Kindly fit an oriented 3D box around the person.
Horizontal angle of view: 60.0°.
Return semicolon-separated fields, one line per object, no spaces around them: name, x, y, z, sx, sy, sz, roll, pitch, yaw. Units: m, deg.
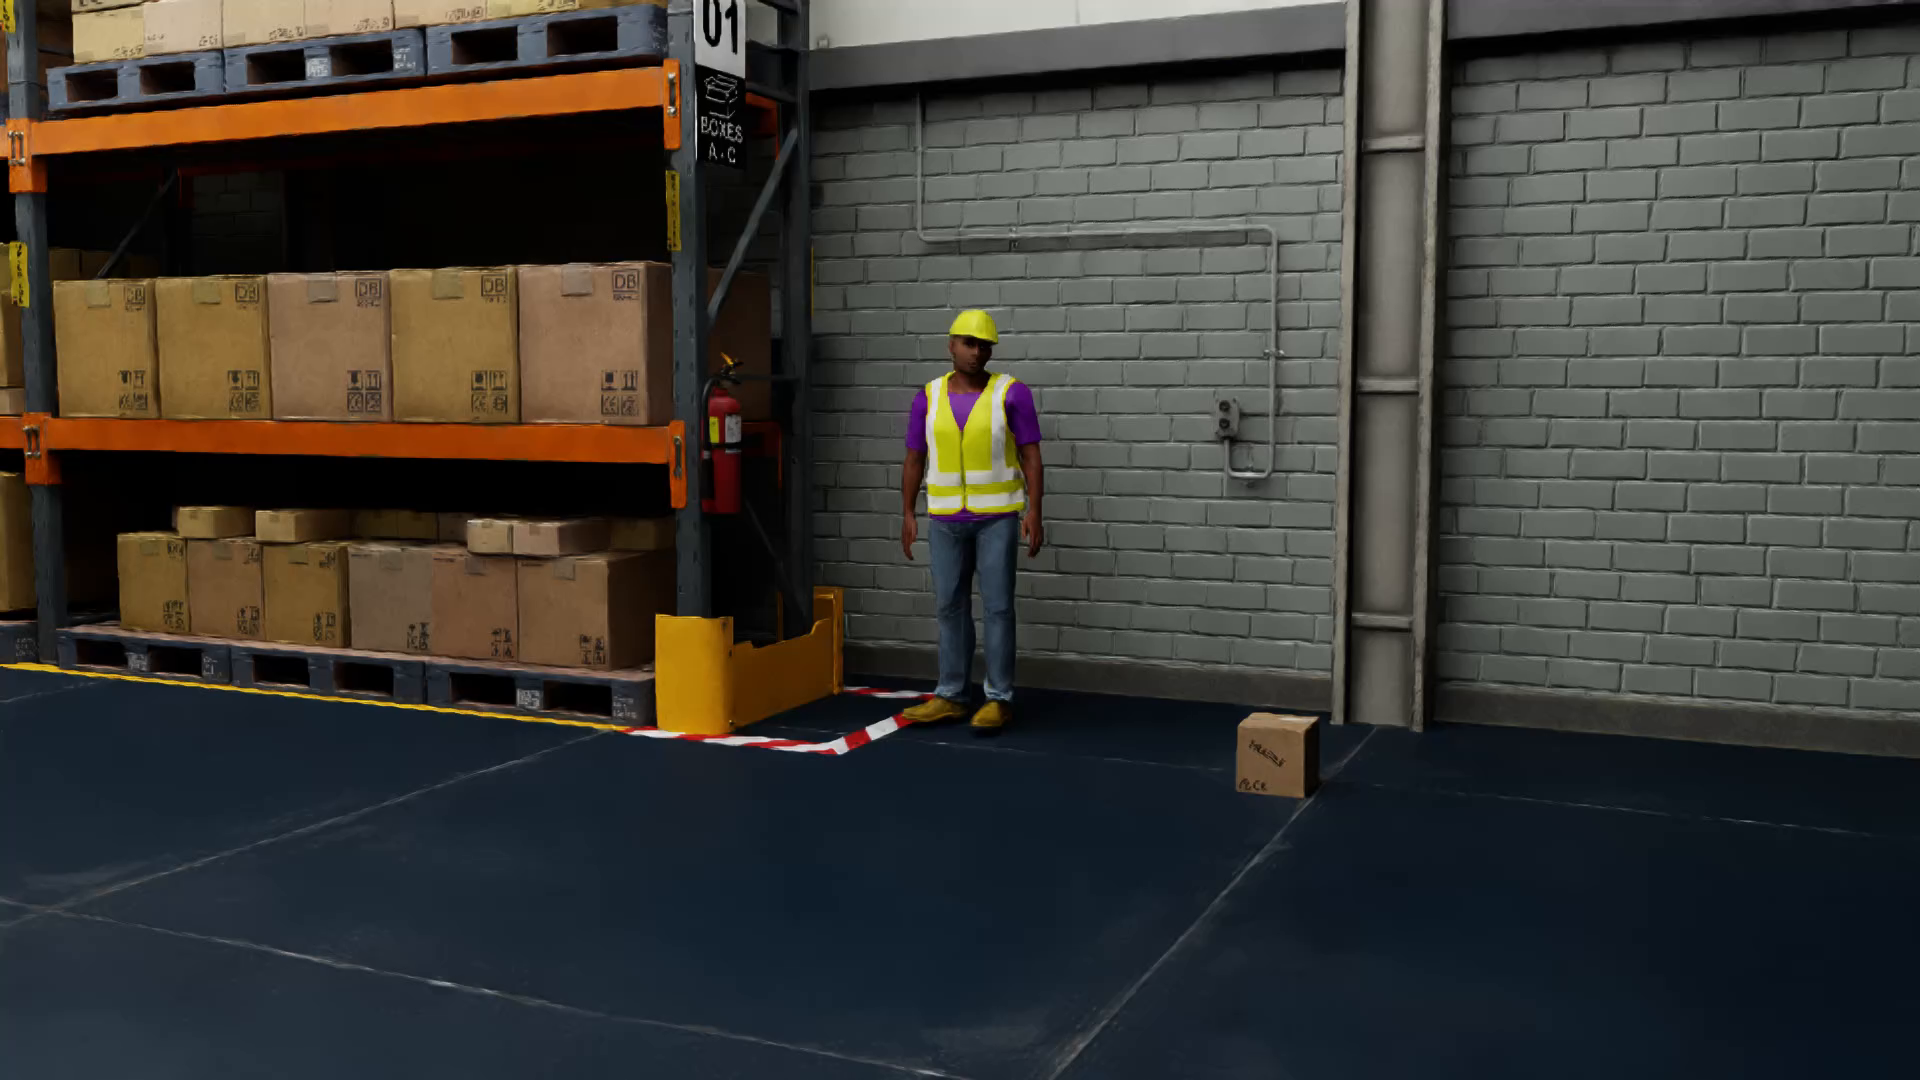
person;0.046;-0.093;7.079;0.641;1.774;0.386;2;6;19
